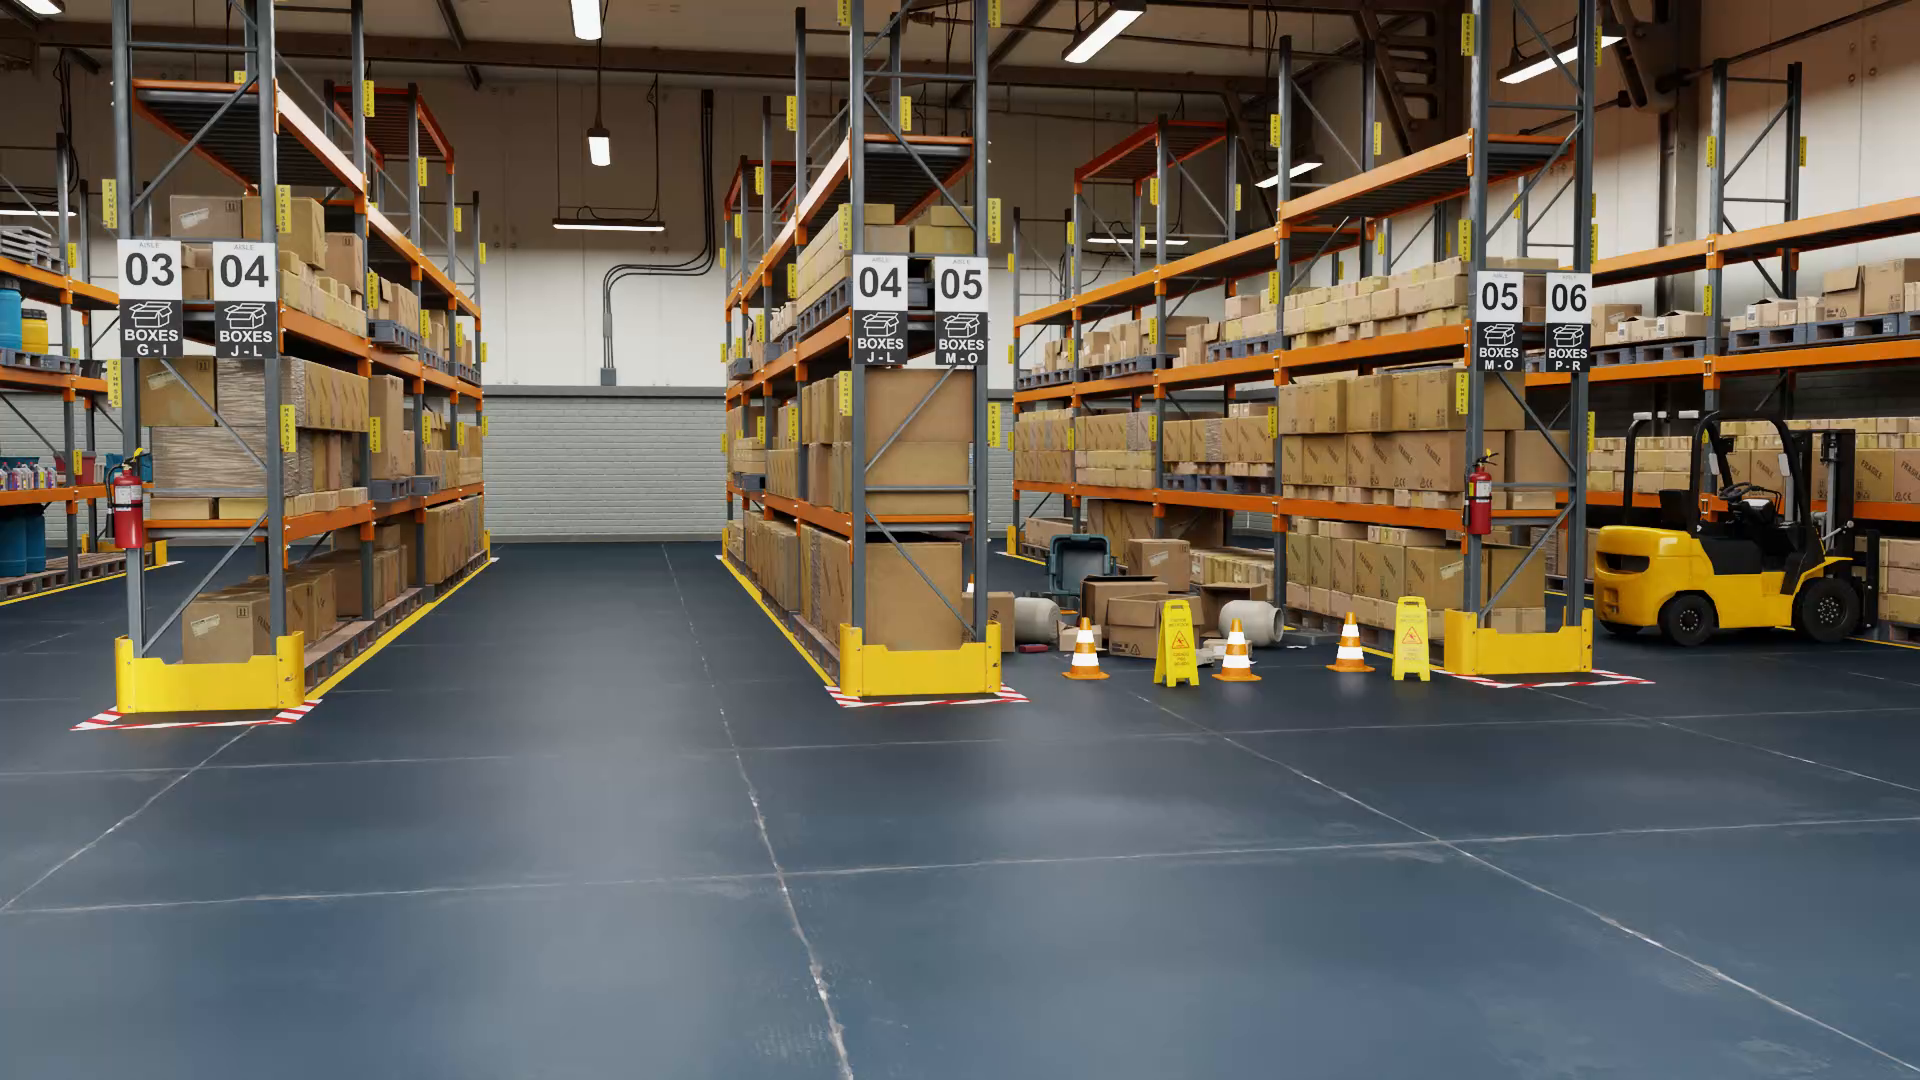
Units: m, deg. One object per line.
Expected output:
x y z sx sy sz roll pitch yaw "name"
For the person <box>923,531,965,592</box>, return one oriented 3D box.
-0.184 -0.098 18.987 0.549 1.629 0.397 -1 3 -10 "person"
